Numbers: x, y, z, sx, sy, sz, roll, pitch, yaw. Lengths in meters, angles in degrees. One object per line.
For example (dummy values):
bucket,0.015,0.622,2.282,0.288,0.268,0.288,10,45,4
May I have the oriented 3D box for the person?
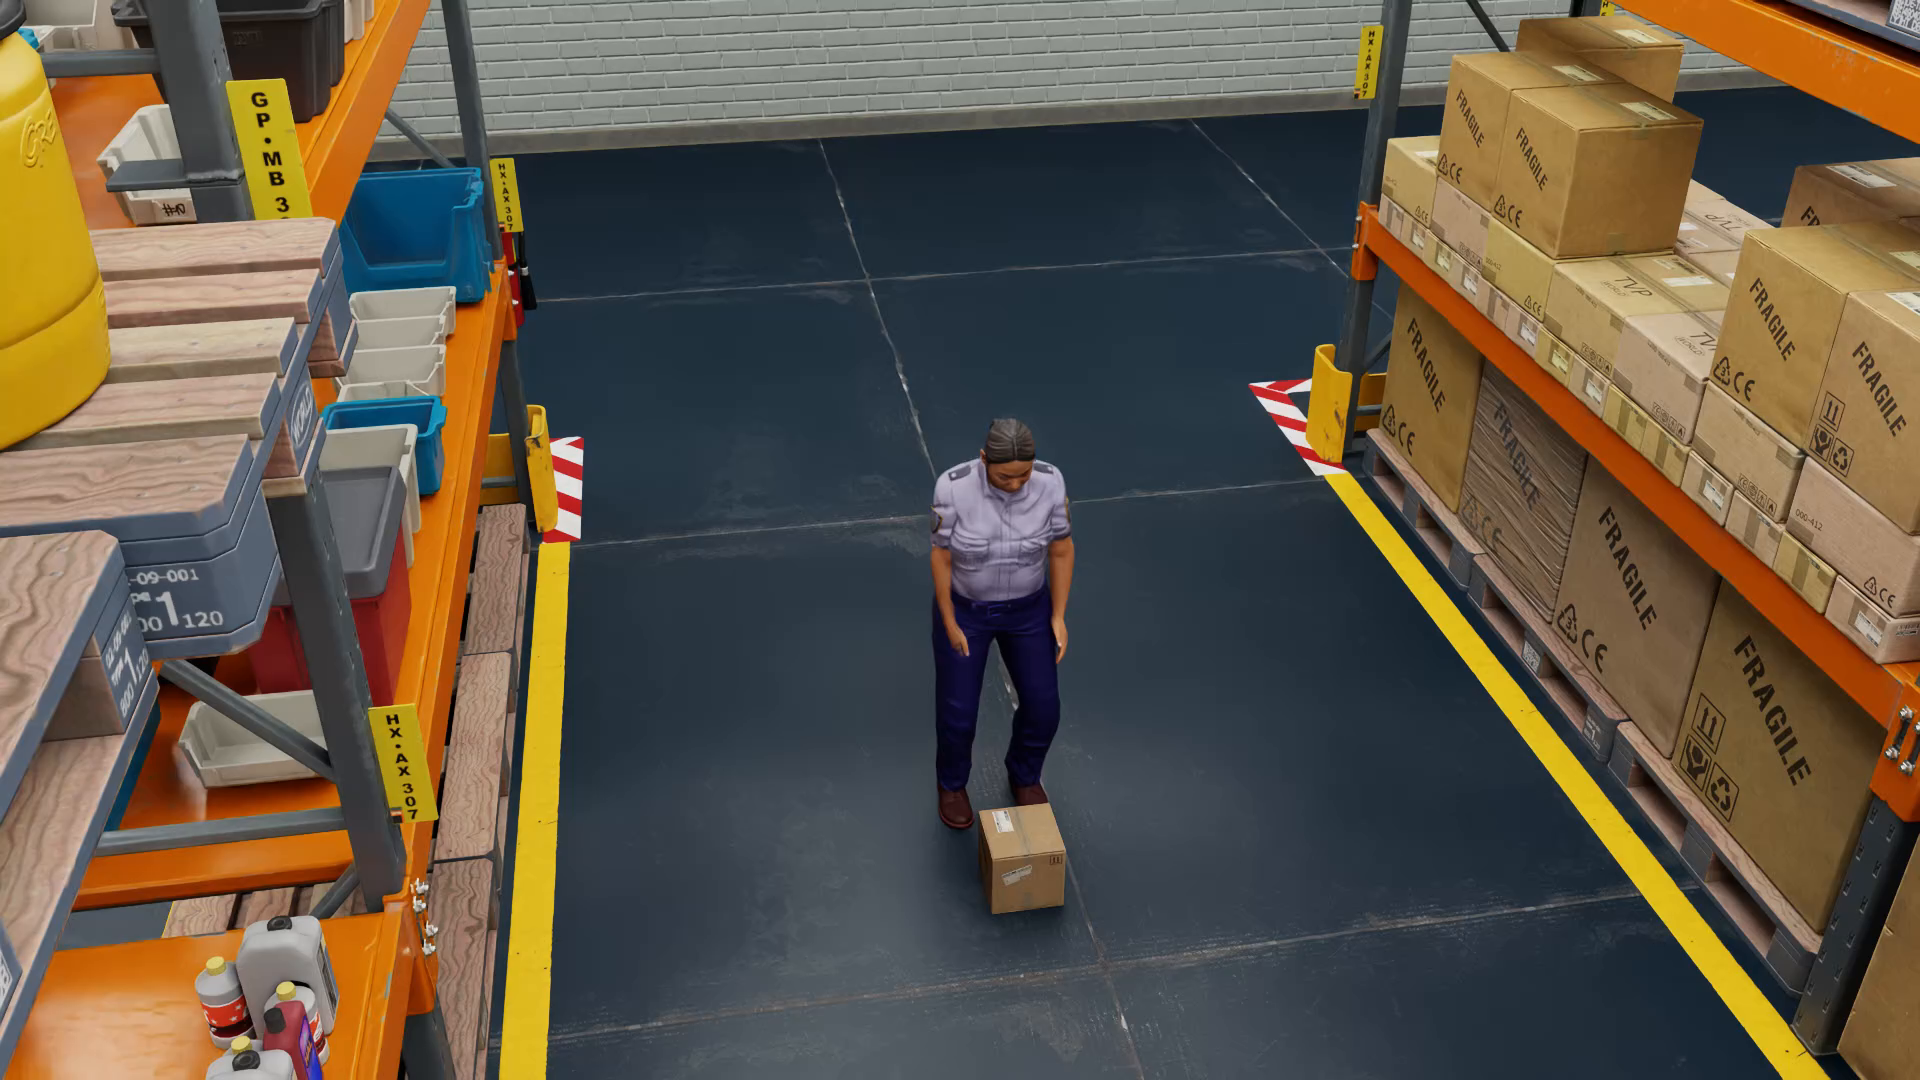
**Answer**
person,0.142,0.271,5.757,0.496,1.596,0.391,-5,31,-8
